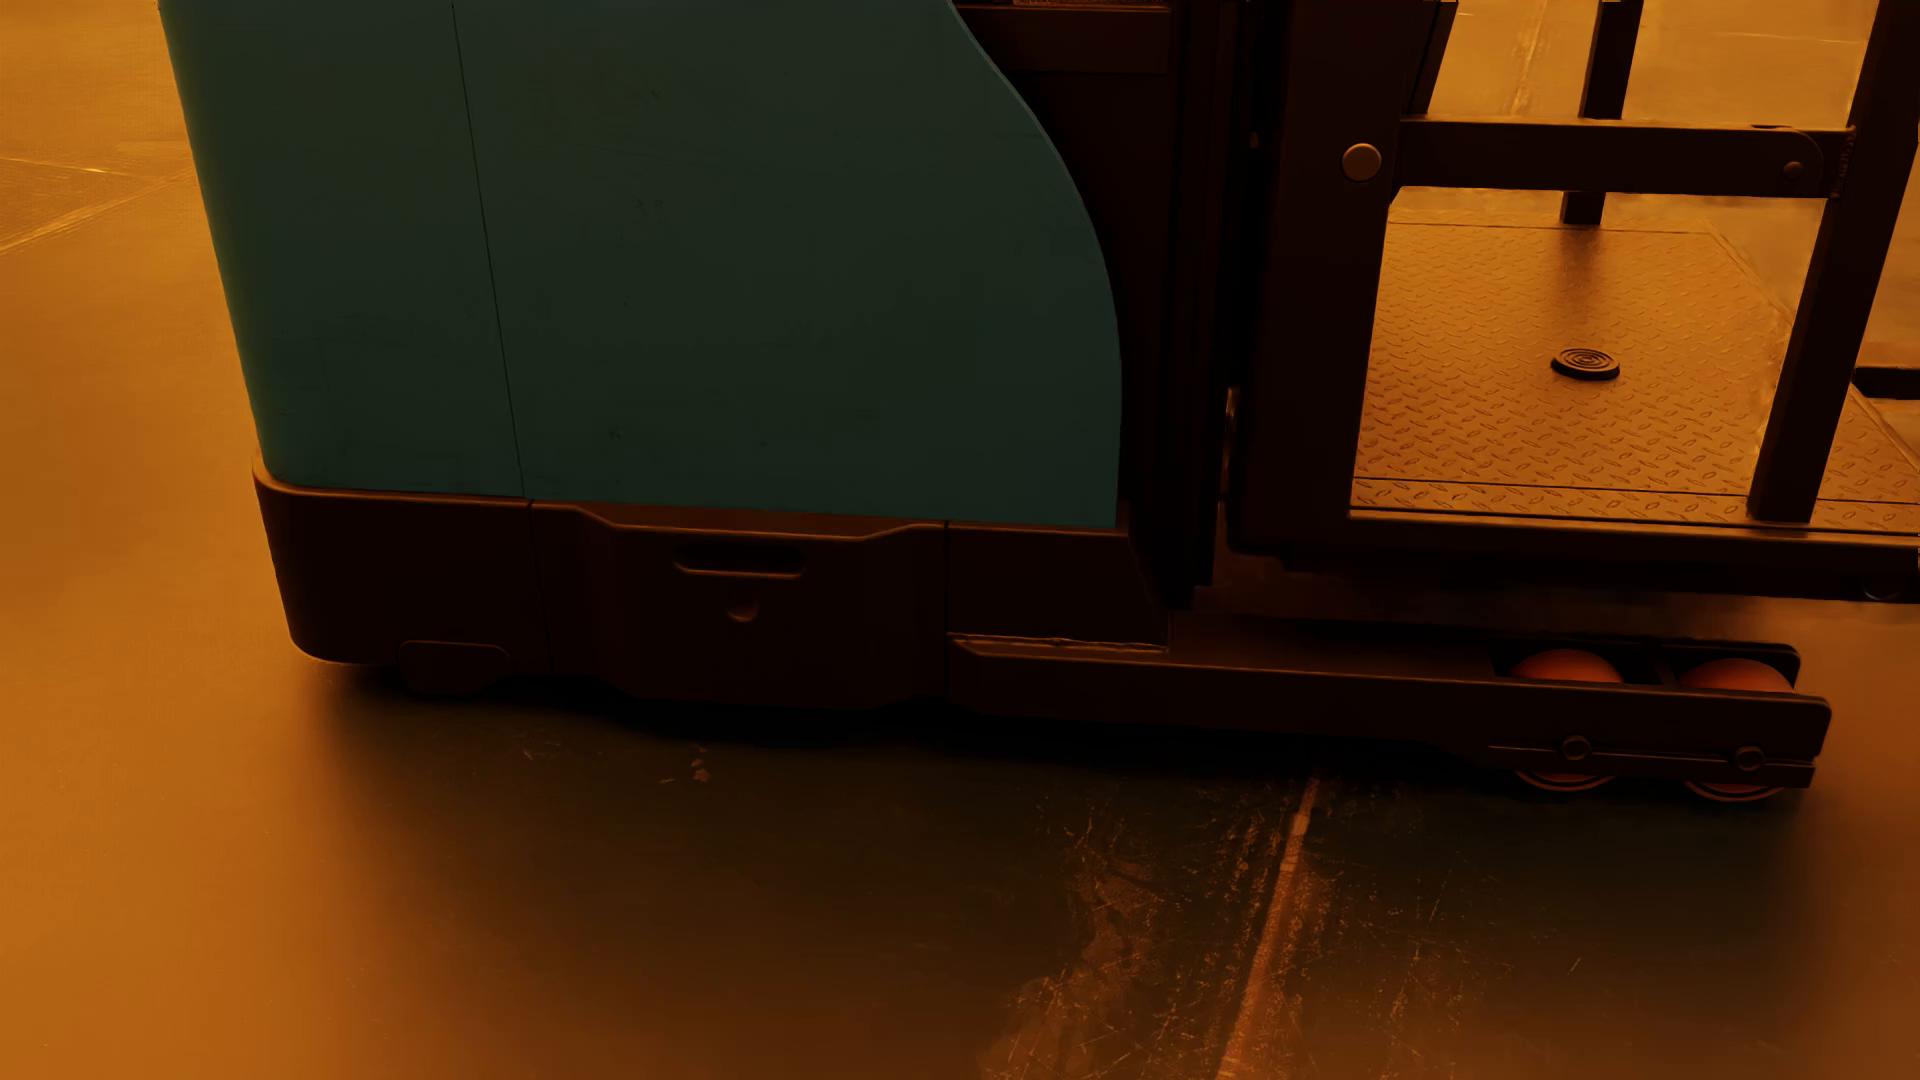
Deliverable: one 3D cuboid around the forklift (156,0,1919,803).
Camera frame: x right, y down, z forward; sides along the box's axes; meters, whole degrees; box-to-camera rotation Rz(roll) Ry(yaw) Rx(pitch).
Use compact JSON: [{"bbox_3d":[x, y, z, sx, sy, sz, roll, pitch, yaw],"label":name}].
[{"bbox_3d":[0.680,-1.244,1.722,3.031,2.935,1.130,3,30,5],"label":"forklift"}]
